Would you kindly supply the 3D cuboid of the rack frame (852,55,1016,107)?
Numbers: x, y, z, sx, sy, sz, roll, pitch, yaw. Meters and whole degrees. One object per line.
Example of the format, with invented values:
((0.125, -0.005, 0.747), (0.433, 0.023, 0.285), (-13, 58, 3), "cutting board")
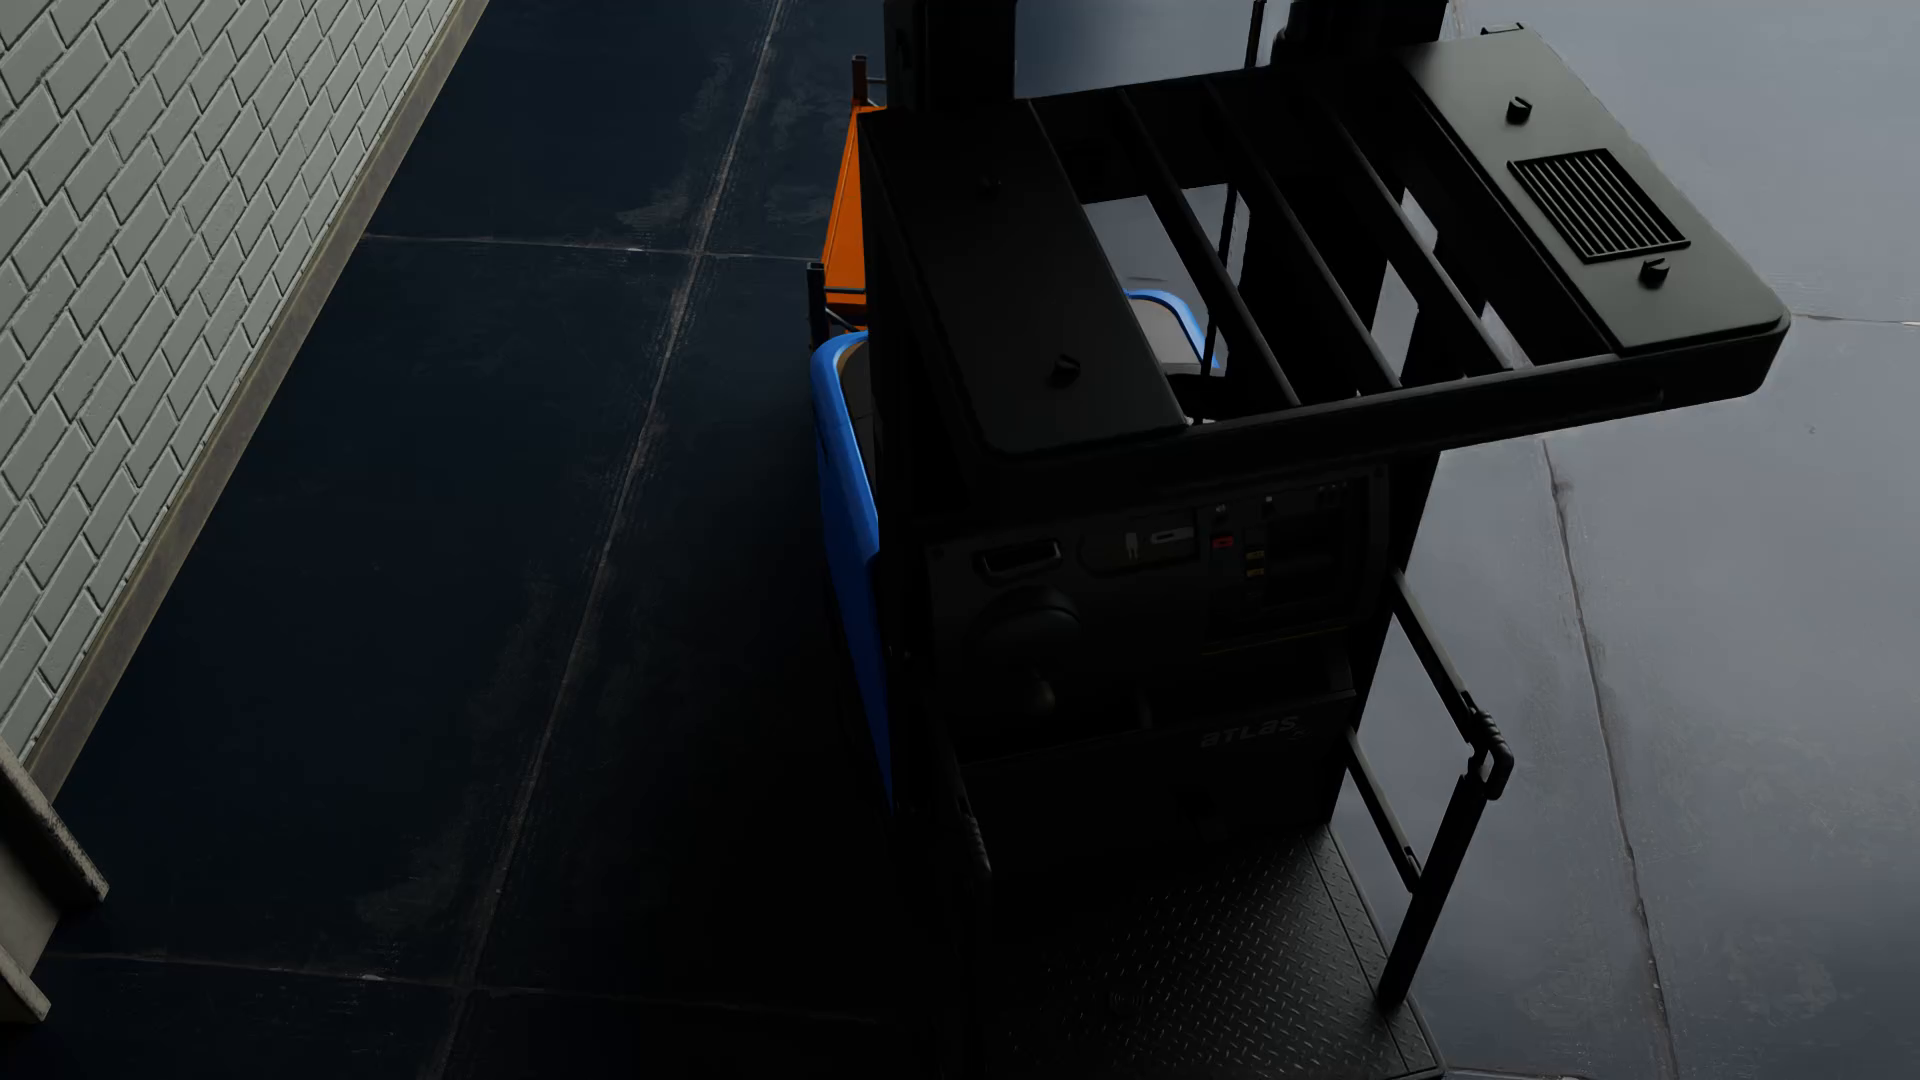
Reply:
((-0.079, -1.079, 5.475), (0.500, 1.125, 0.032), (3, 48, 3), "rack frame")

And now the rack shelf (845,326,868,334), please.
((-0.117, -0.540, 5.313), (0.538, 0.278, 1.000), (3, 48, 3), "rack shelf")

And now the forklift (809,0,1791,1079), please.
((0.446, 0.188, 3.092), (1.130, 2.935, 3.031), (-10, 48, -9), "forklift")

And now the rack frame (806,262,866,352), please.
((-0.154, -0.331, 4.791), (0.500, 1.125, 0.032), (3, 48, 3), "rack frame")

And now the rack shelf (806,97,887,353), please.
((-0.117, -0.903, 4.917), (0.538, 0.278, 1.000), (3, 48, 3), "rack shelf")

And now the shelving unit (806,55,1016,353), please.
((-0.117, -0.705, 5.133), (0.538, 1.125, 1.048), (3, 48, 3), "shelving unit")
